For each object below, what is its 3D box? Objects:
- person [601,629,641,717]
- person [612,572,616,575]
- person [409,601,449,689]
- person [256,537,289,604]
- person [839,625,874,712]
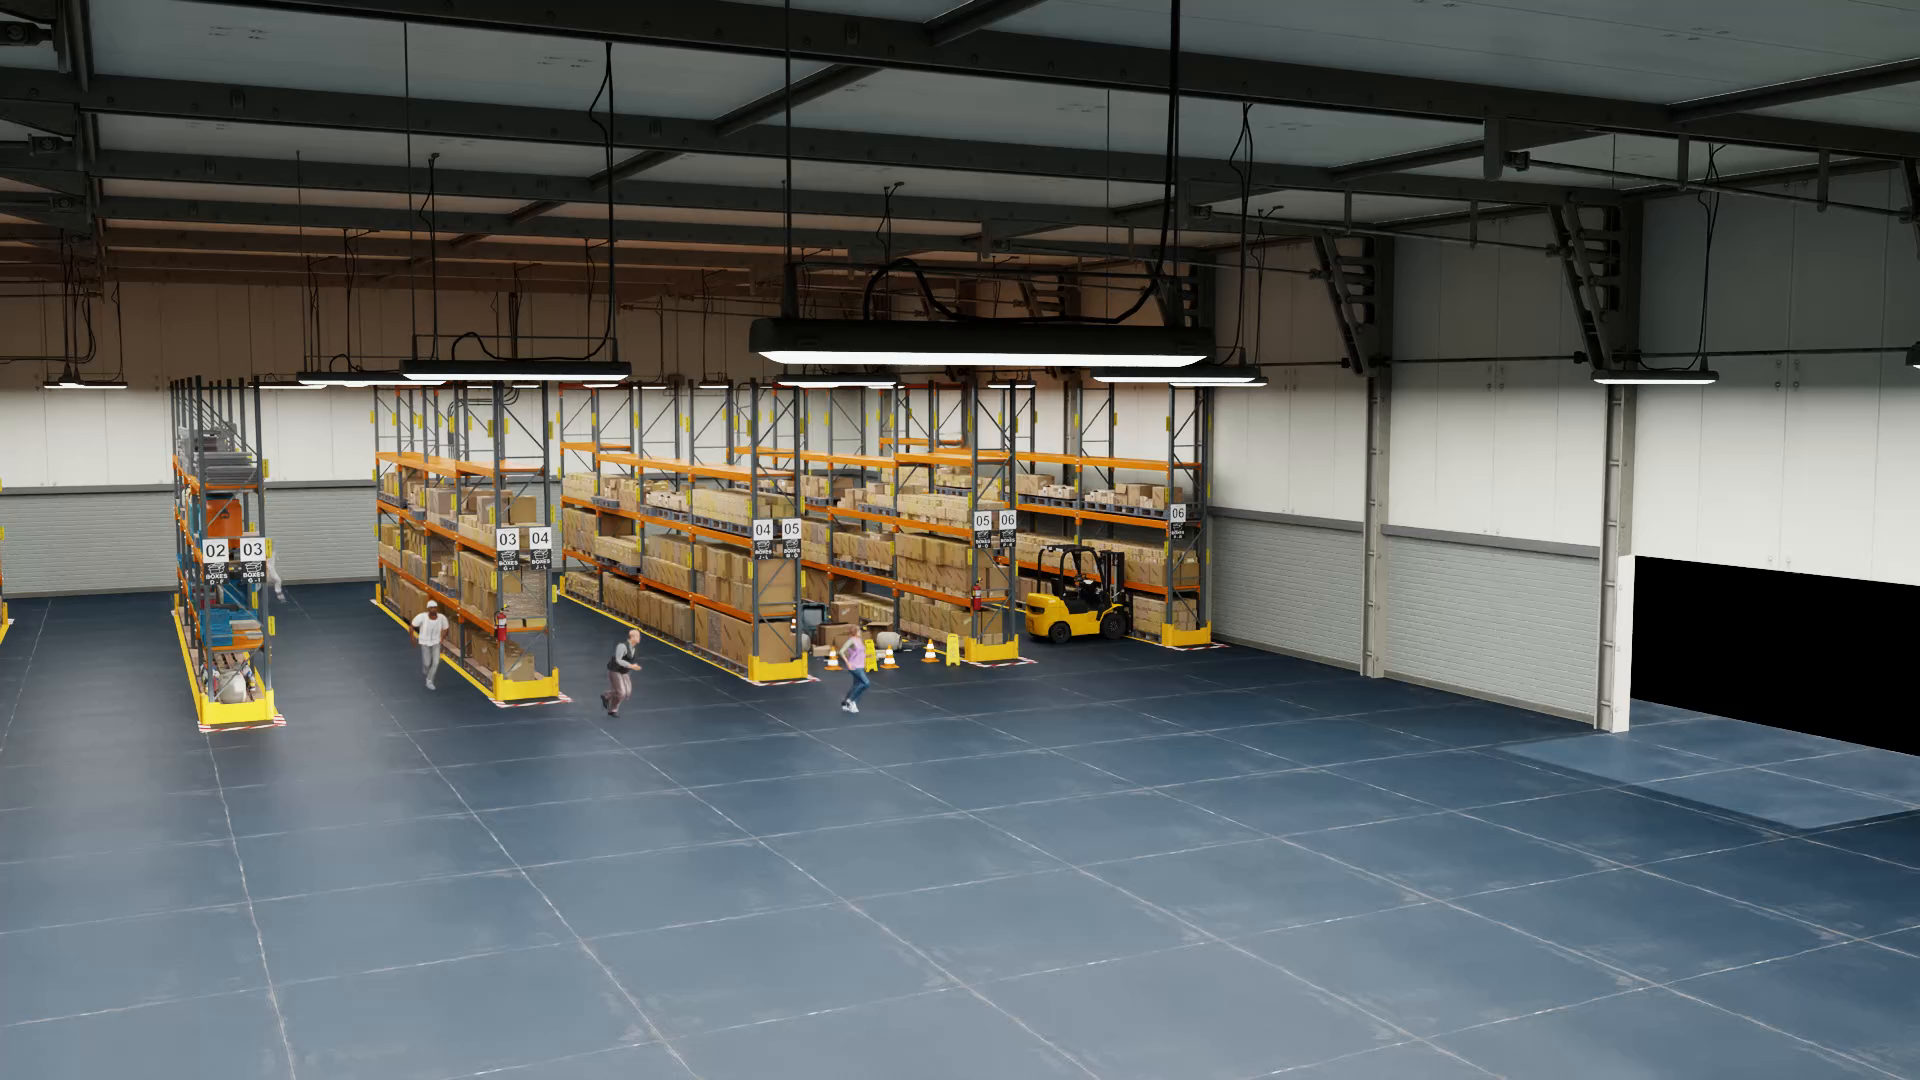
[{"bbox_3d":[-5.958,2.344,29.366,0.844,1.573,0.673,1,5,16],"label":"person"},{"bbox_3d":[-10.235,0.417,50.163,0.689,1.765,1.122,5,7,41],"label":"person"},{"bbox_3d":[-10.290,2.018,32.287,0.739,1.719,0.701,-3,6,-28],"label":"person"},{"bbox_3d":[-18.736,0.763,44.974,1.008,1.670,0.621,-3,6,-26],"label":"person"},{"bbox_3d":[-1.830,2.292,29.639,0.624,1.567,0.519,1,5,15],"label":"person"}]
